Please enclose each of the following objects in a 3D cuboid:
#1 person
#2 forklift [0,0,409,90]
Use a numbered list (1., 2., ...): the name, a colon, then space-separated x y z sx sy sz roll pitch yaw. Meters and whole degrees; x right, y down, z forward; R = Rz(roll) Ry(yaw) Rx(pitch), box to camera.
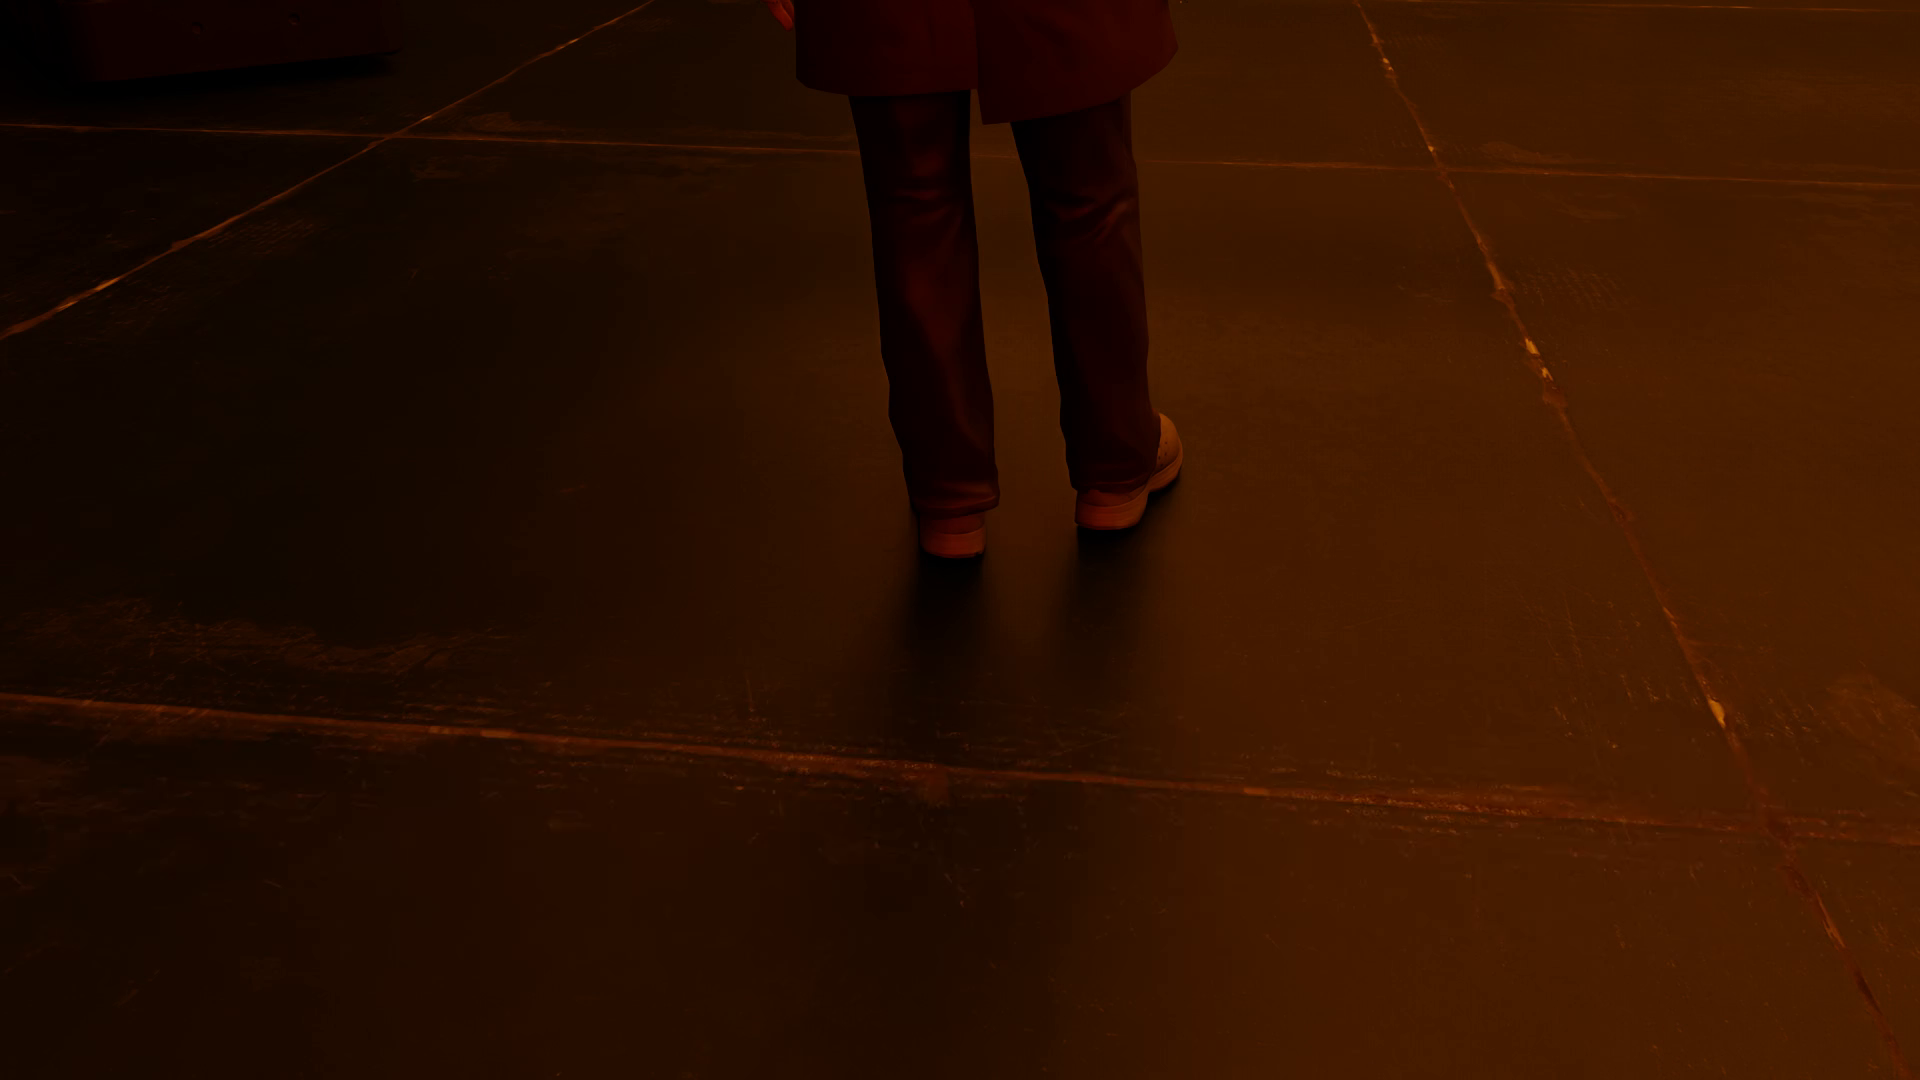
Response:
1. person: 0.017 -0.842 2.180 0.696 1.776 0.582 3 27 7
2. forklift: -3.141 -3.335 5.903 1.130 2.935 3.031 -17 31 -30
